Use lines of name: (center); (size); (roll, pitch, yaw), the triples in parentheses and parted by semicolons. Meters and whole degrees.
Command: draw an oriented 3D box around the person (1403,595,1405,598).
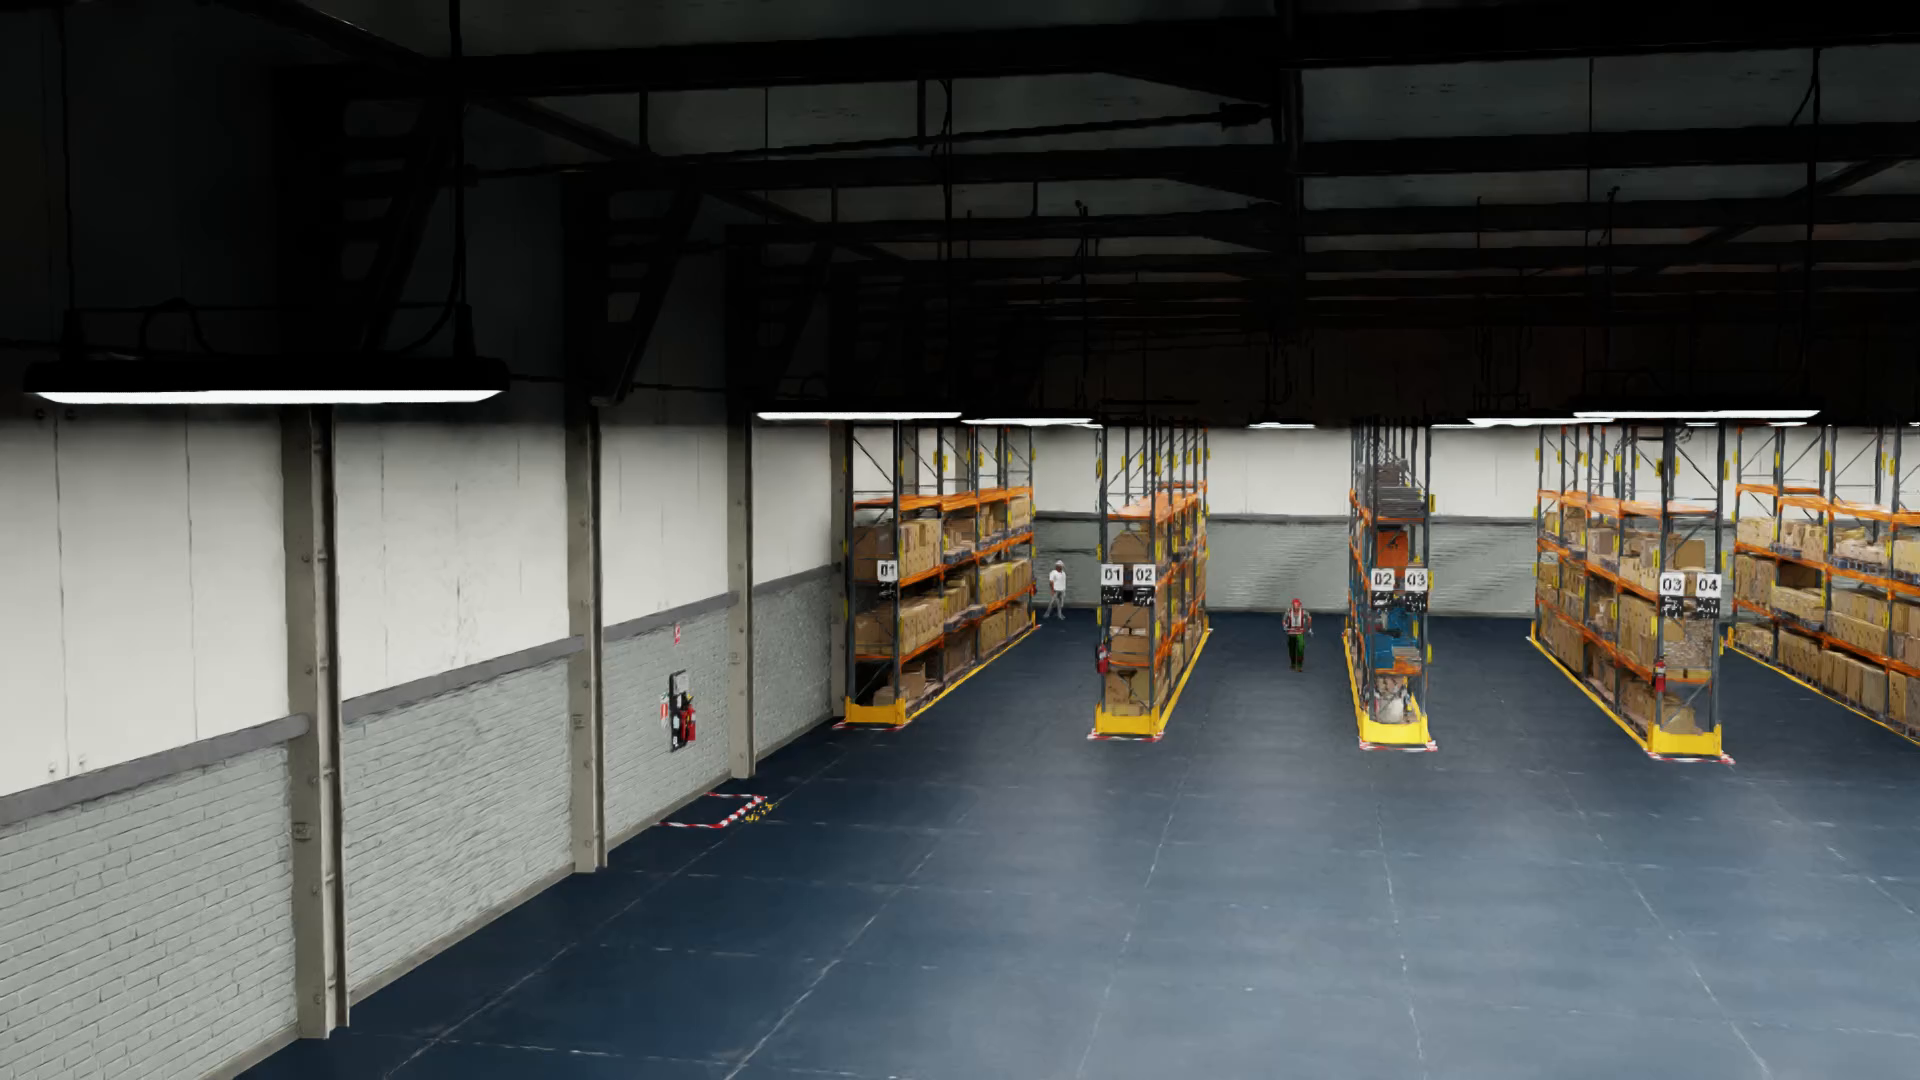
person: (12.746, 1.752, 47.432); (0.490, 1.593, 0.999); (0, 4, 4)

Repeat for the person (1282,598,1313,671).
person: (8.009, 2.226, 39.540); (0.703, 1.722, 0.835); (1, 4, 17)

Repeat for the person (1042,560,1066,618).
person: (2.867, 1.491, 50.436); (0.737, 1.760, 0.498); (-2, 5, -32)
